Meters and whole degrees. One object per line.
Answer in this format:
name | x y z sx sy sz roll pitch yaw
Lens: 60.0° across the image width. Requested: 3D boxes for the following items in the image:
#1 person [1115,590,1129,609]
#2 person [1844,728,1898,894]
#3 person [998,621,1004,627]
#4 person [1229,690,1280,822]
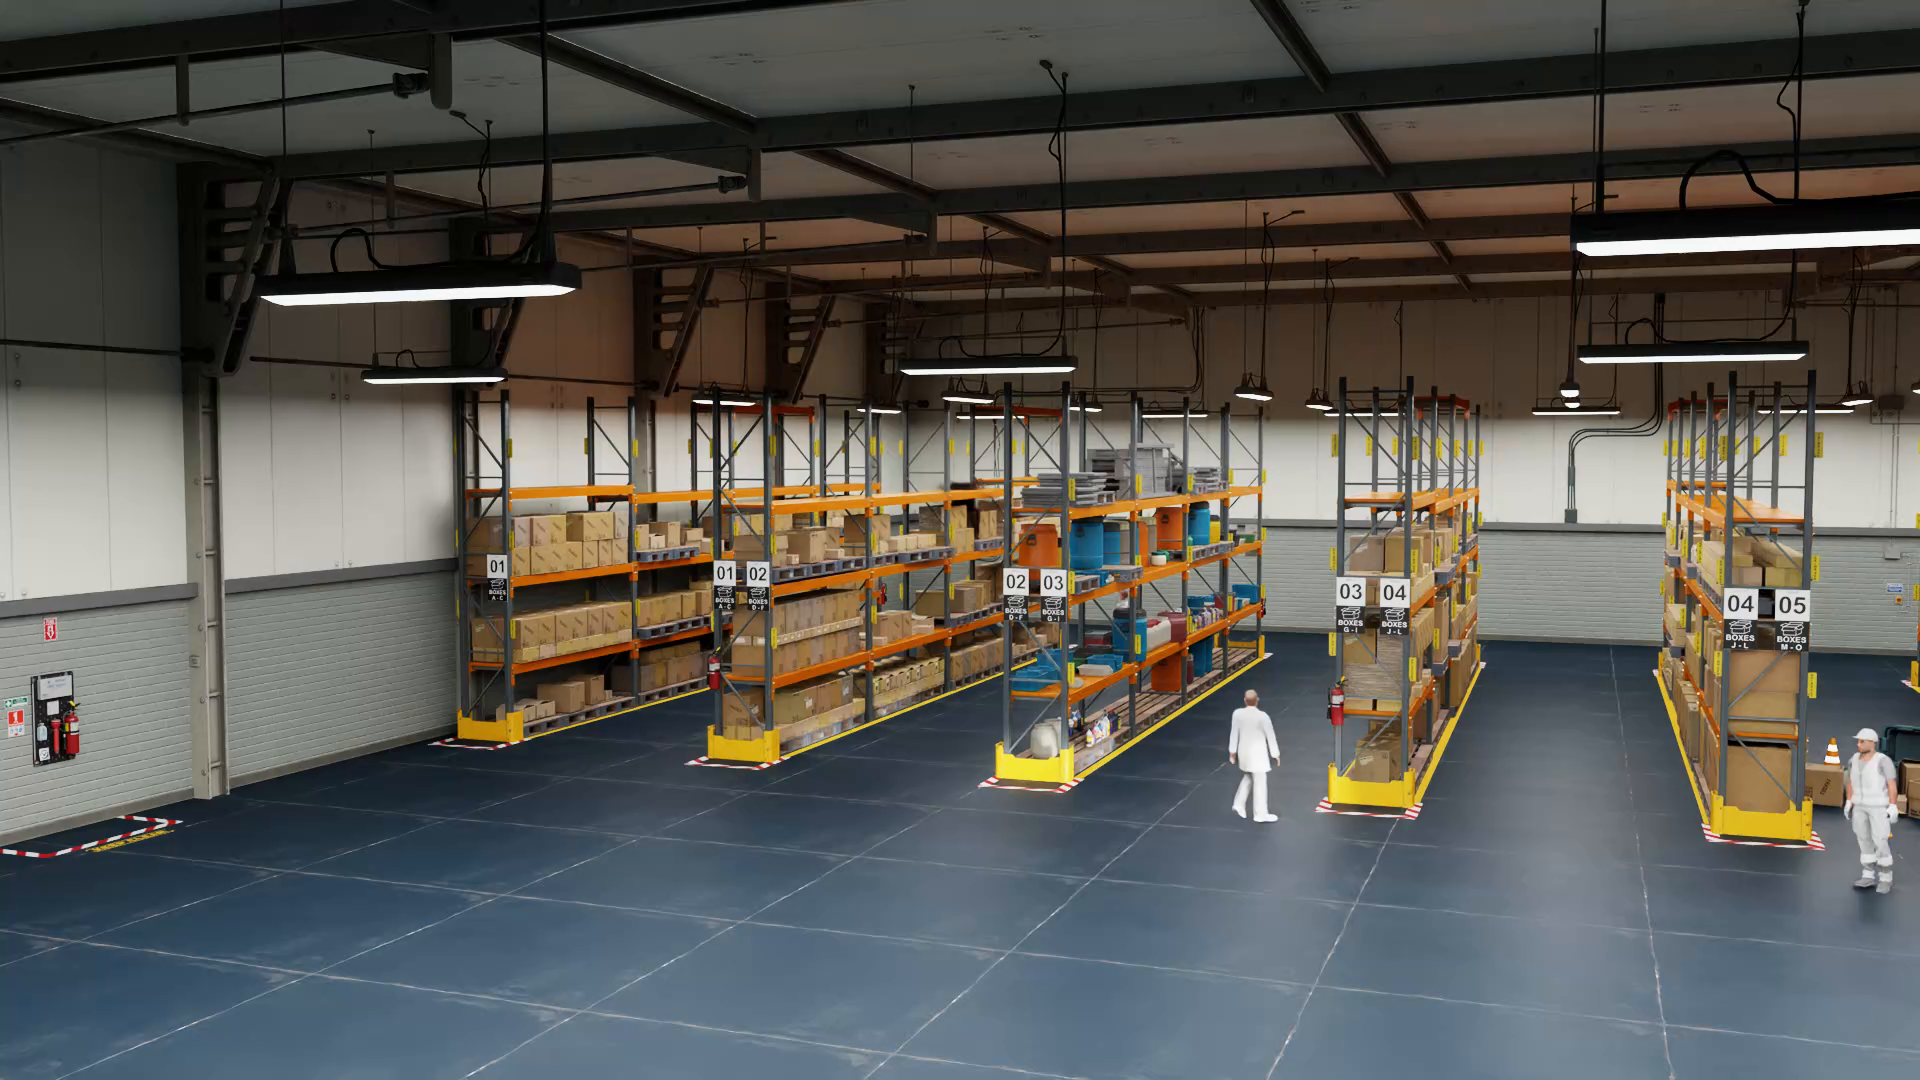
person | 3.904 2.002 39.984 0.350 1.600 0.455 0 3 -6
person | 10.363 3.072 18.965 0.378 1.832 0.604 -2 3 -26
person | 1.243 1.599 46.309 0.443 1.675 0.518 2 4 33
person | 3.958 2.886 22.302 0.538 1.790 0.645 -2 4 -36
